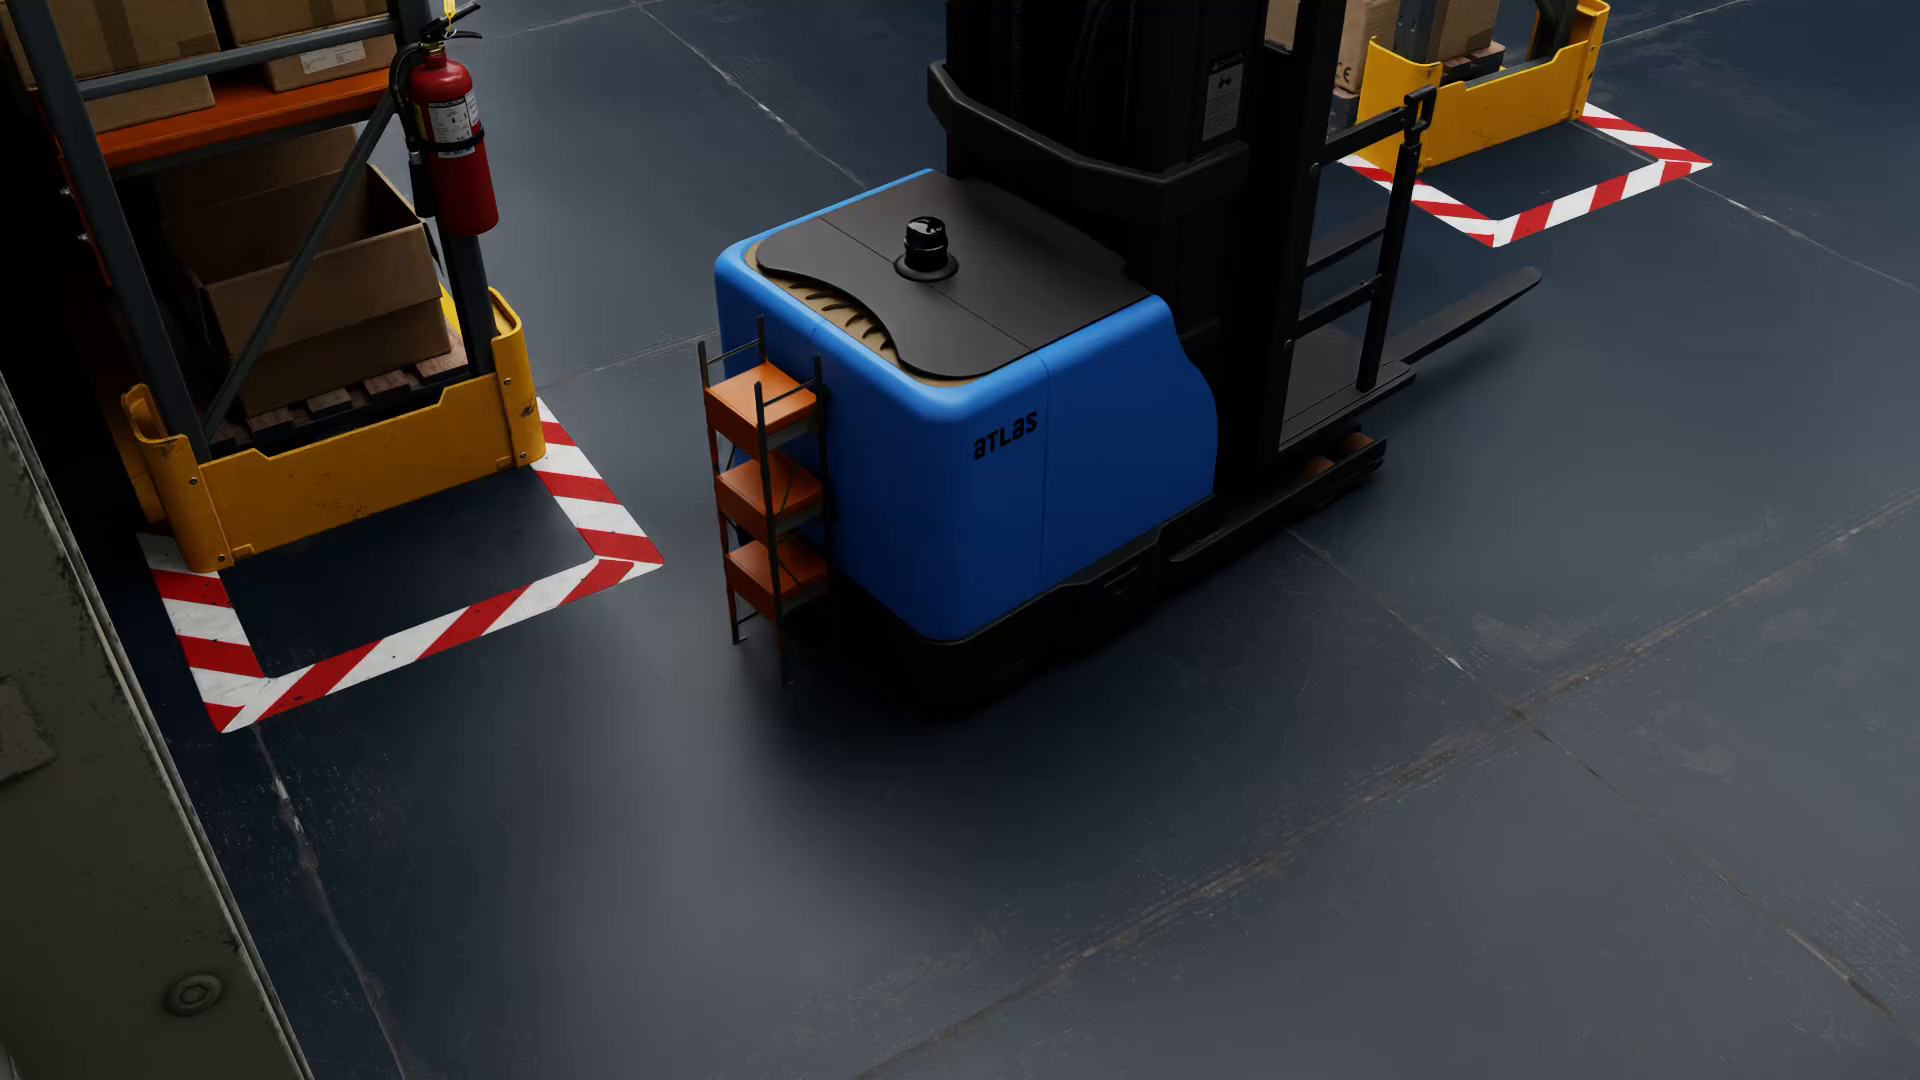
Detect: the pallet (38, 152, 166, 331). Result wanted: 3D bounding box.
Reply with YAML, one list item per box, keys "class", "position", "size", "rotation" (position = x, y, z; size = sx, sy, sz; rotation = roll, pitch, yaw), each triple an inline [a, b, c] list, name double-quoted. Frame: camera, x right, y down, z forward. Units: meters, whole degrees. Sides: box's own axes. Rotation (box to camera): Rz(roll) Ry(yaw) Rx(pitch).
- class: "pallet"
  position: [-3.037, -1.343, 6.697]
  size: [1.003, 0.211, 1.213]
  rotation: [-22, 45, -24]

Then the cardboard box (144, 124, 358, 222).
- class: "cardboard box"
  position: [-2.590, -1.324, 6.121]
  size: [0.700, 0.500, 0.500]
  rotation: [-20, 44, -23]

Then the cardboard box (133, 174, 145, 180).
- class: "cardboard box"
  position: [-3.149, -1.885, 6.793]
  size: [0.700, 0.500, 0.500]
  rotation: [-24, 45, -26]

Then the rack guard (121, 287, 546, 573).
- class: "rack guard"
  position: [-1.955, -0.367, 5.299]
  size: [1.175, 0.500, 0.348]
  rotation: [-22, 45, -24]

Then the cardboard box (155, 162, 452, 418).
- class: "cardboard box"
  position: [-2.164, -0.851, 5.550]
  size: [0.797, 0.503, 0.637]
  rotation: [-24, 45, -26]

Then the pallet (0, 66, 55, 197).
- class: "pallet"
  position: [-3.697, -2.002, 7.488]
  size: [1.003, 0.211, 1.213]
  rotation: [-22, 45, -24]

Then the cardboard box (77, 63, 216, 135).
- class: "cardboard box"
  position: [-2.319, -1.276, 4.634]
  size: [0.380, 0.149, 0.250]
  rotation: [-23, 45, -25]

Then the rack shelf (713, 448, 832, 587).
- class: "rack shelf"
  position: [-0.507, -0.071, 4.532]
  size: [0.215, 0.259, 0.240]
  rotation: [-29, 48, -30]

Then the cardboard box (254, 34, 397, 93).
- class: "cardboard box"
  position: [-1.860, -1.461, 4.857]
  size: [0.380, 0.149, 0.250]
  rotation: [-23, 45, -25]

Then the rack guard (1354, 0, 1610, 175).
- class: "rack guard"
  position: [2.281, -2.023, 7.287]
  size: [1.175, 0.500, 0.348]
  rotation: [-22, 45, -24]

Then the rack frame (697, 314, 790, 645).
- class: "rack frame"
  position: [-0.588, -0.138, 4.596]
  size: [0.200, 1.050, 0.008]
  rotation: [-29, 48, -30]

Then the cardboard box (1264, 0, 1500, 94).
- class: "cardboard box"
  position: [1.829, -2.495, 7.575]
  size: [0.875, 0.438, 0.875]
  rotation: [-24, 45, -26]

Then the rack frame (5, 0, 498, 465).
- class: "rack frame"
  position: [-1.915, -1.286, 4.450]
  size: [1.000, 3.000, 0.127]
  rotation: [-22, 45, -24]

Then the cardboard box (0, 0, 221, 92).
- class: "cardboard box"
  position: [-2.386, -1.499, 4.591]
  size: [0.500, 0.250, 0.500]
  rotation: [-21, 44, -23]

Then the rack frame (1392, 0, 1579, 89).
- class: "rack frame"
  position: [2.268, -2.996, 6.503]
  size: [1.000, 3.000, 0.127]
  rotation: [-22, 45, -24]

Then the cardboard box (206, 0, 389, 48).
- class: "cardboard box"
  position: [-1.931, -1.680, 4.808]
  size: [0.500, 0.250, 0.500]
  rotation: [-22, 45, -24]

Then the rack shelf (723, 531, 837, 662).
- class: "rack shelf"
  position: [-0.507, 0.142, 4.710]
  size: [0.215, 0.259, 0.240]
  rotation: [-29, 48, -30]

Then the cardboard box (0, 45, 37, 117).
- class: "cardboard box"
  position: [-3.909, -2.135, 7.242]
  size: [0.500, 0.311, 0.500]
  rotation: [-21, 44, -23]

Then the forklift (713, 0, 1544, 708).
- class: "forklift"
  position: [0.762, -1.462, 4.715]
  size: [3.031, 2.935, 1.130]
  rotation: [-29, 48, -30]

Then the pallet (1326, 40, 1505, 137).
- class: "pallet"
  position: [1.773, -2.330, 7.881]
  size: [1.003, 0.211, 1.213]
  rotation: [-22, 45, -24]

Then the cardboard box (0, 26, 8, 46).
- class: "cardboard box"
  position: [-2.803, -1.670, 5.107]
  size: [0.380, 0.149, 0.250]
  rotation: [-22, 45, -24]

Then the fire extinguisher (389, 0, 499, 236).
- class: "fire extinguisher"
  position: [-1.446, -1.193, 4.690]
  size: [0.296, 0.674, 0.183]
  rotation: [-22, 45, -24]

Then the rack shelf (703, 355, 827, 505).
- class: "rack shelf"
  position: [-0.507, -0.289, 4.350]
  size: [0.215, 0.259, 0.240]
  rotation: [-29, 48, -30]

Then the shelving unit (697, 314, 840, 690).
- class: "shelving unit"
  position: [-0.507, -0.079, 4.525]
  size: [0.215, 1.050, 0.252]
  rotation: [-29, 48, -30]

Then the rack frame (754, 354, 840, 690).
- class: "rack frame"
  position: [-0.427, -0.021, 4.455]
  size: [0.200, 1.050, 0.008]
  rotation: [-29, 48, -30]

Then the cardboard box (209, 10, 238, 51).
- class: "cardboard box"
  position: [-2.036, -1.583, 5.002]
  size: [0.380, 0.149, 0.250]
  rotation: [-21, 44, -23]

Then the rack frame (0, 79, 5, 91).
- class: "rack frame"
  position: [-4.065, -3.445, 7.041]
  size: [1.000, 3.000, 0.127]
  rotation: [-22, 45, -24]

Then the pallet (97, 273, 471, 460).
- class: "pallet"
  position: [-2.385, -0.685, 5.908]
  size: [1.003, 0.211, 1.213]
  rotation: [-22, 45, -24]

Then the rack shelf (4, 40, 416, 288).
- class: "rack shelf"
  position: [-2.990, -2.089, 5.976]
  size: [1.077, 0.370, 4.000]
  rotation: [-22, 45, -24]
